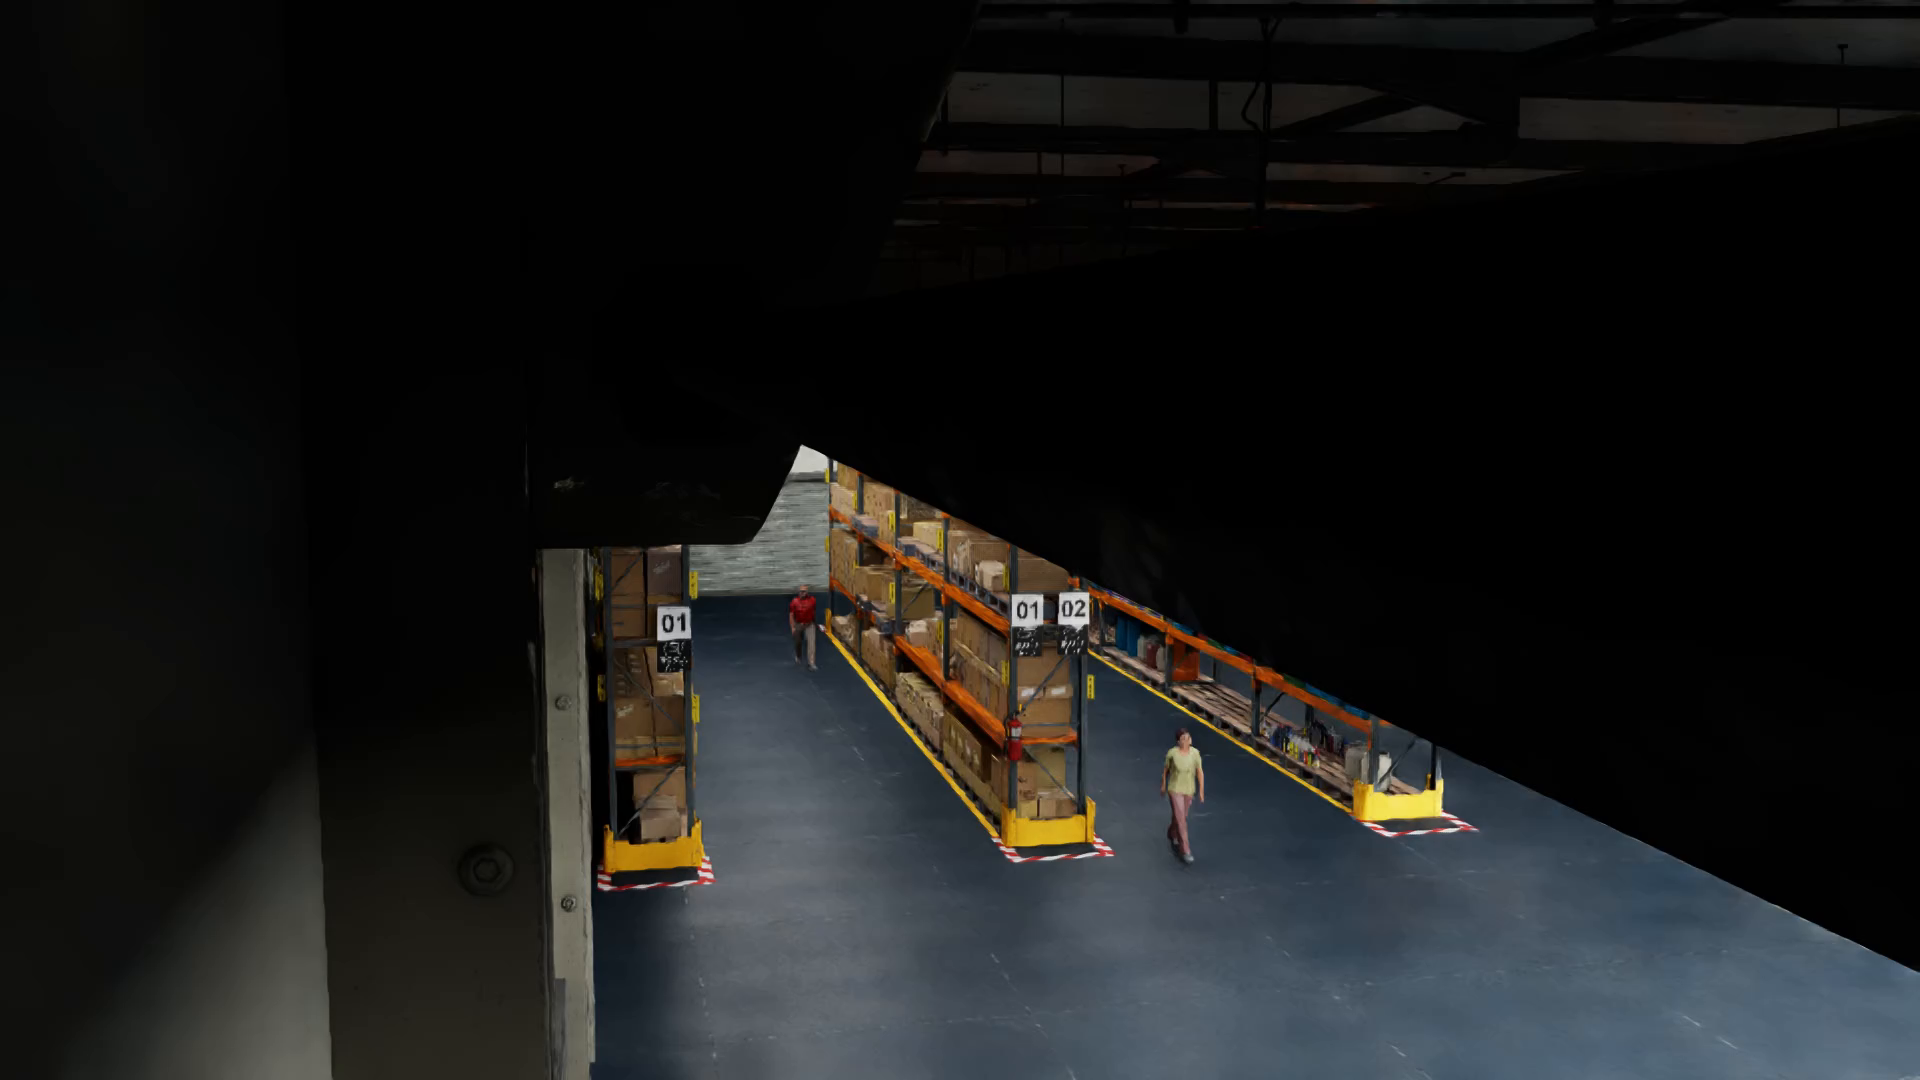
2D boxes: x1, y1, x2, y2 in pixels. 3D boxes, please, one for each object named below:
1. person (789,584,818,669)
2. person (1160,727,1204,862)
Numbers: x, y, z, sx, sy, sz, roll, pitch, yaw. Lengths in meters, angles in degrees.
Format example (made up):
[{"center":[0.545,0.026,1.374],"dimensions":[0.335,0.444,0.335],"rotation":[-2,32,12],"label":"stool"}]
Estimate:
[{"center":[-3.052,1.660,32.357],"dimensions":[0.542,1.645,1.126],"rotation":[-1,7,-10],"label":"person"},{"center":[2.771,3.094,20.540],"dimensions":[0.458,1.612,1.010],"rotation":[-2,7,-13],"label":"person"}]
